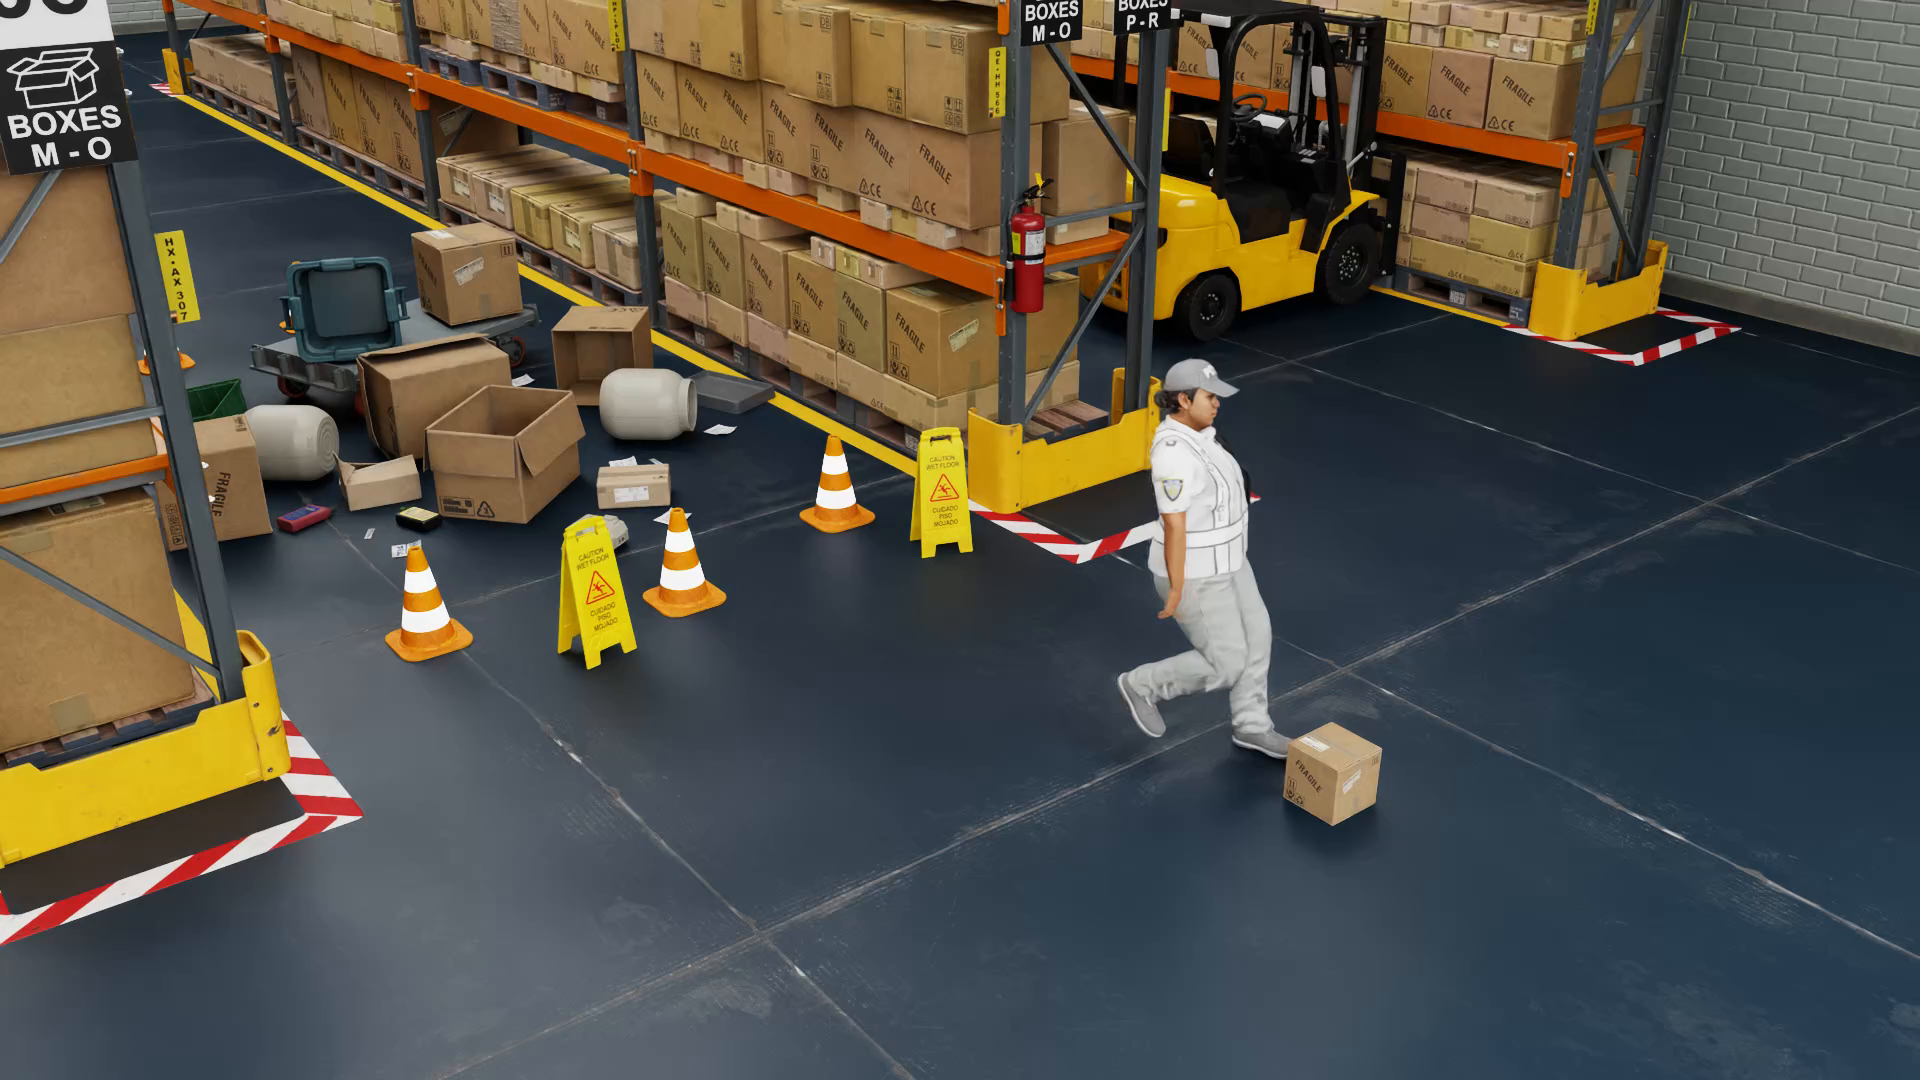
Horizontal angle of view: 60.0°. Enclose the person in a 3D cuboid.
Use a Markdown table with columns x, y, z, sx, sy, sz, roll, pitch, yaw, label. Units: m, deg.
| x | y | z | sx | sy | sz | roll | pitch | yaw | label |
| --- | --- | --- | --- | --- | --- | --- | --- | --- | --- |
| 1.017 | 0.102 | 6.424 | 0.757 | 1.595 | 0.525 | 9 | 26 | 19 | person |
